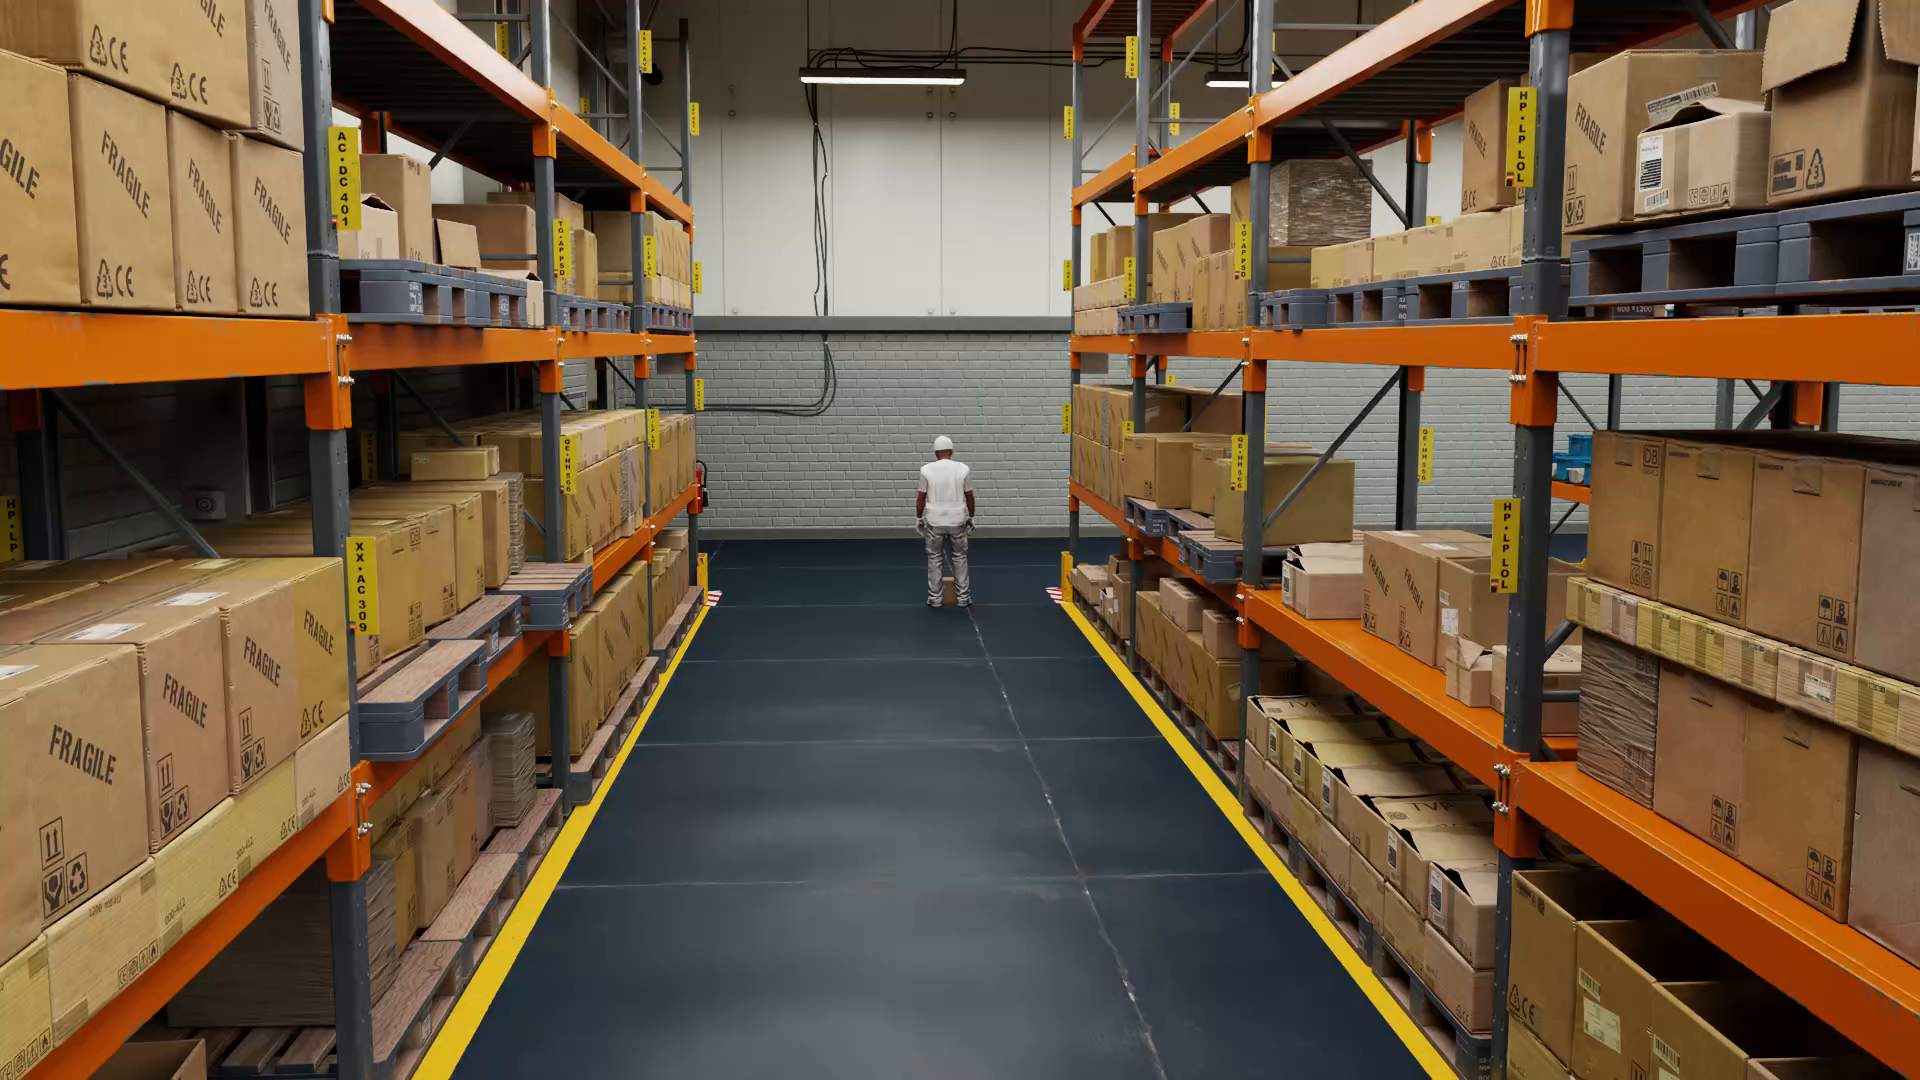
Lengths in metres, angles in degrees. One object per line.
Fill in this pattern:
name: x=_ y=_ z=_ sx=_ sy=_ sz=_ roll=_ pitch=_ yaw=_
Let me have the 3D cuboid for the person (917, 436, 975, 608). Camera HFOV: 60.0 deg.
person: x=-0.145 y=-0.192 z=17.313 sx=0.616 sy=1.774 sz=0.449 roll=0 pitch=7 yaw=-4
